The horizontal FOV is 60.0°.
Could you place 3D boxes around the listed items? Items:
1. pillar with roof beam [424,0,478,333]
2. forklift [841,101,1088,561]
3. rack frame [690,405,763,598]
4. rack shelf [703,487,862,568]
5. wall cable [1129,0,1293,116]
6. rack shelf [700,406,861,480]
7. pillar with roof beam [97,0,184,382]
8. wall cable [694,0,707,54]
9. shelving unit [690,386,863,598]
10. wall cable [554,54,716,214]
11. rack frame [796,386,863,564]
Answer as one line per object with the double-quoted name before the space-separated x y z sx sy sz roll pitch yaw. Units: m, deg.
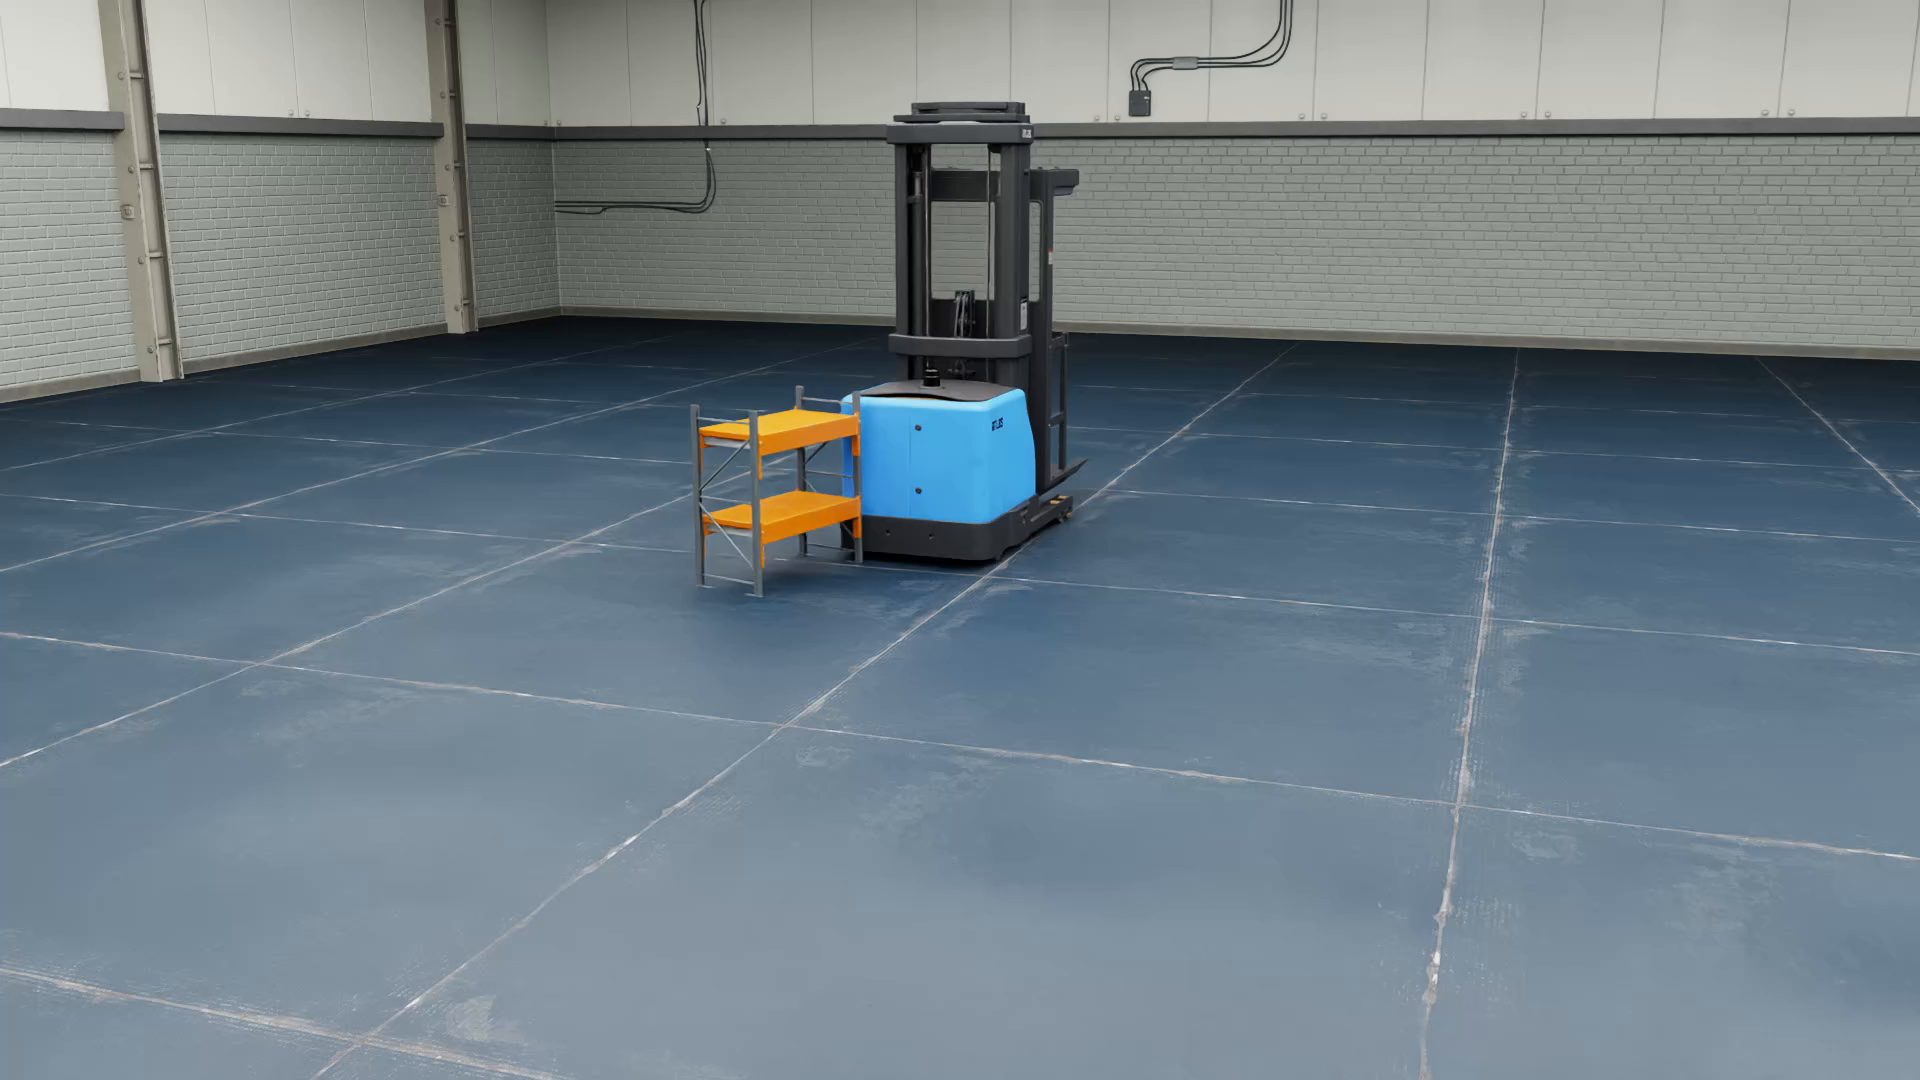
"pillar with roof beam" -3.537 -7.261 23.077 9.100 9.000 0.400 4 14 18
"forklift" 0.194 -1.578 11.816 1.130 2.935 3.031 5 14 19
"rack frame" -1.402 -0.234 9.983 0.500 1.125 0.032 8 15 32
"rack shelf" -1.127 -0.090 10.454 0.538 0.278 1.000 8 15 32
"wall cable" 3.571 -9.067 23.348 2.305 6.003 0.169 4 14 18
"rack shelf" -1.127 -0.614 10.335 0.538 0.278 1.000 8 15 32
"pillar with roof beam" -5.479 -5.998 17.542 9.100 9.000 0.400 4 14 18
"wall cable" -2.847 -8.850 25.666 3.097 2.526 0.112 4 14 18
"shelving unit" -1.127 -0.329 10.400 0.538 1.125 1.048 8 15 32
"wall cable" -5.406 -6.582 27.081 3.097 2.526 0.112 4 14 18
"rack frame" -0.851 -0.424 10.816 0.500 1.125 0.032 8 15 32
